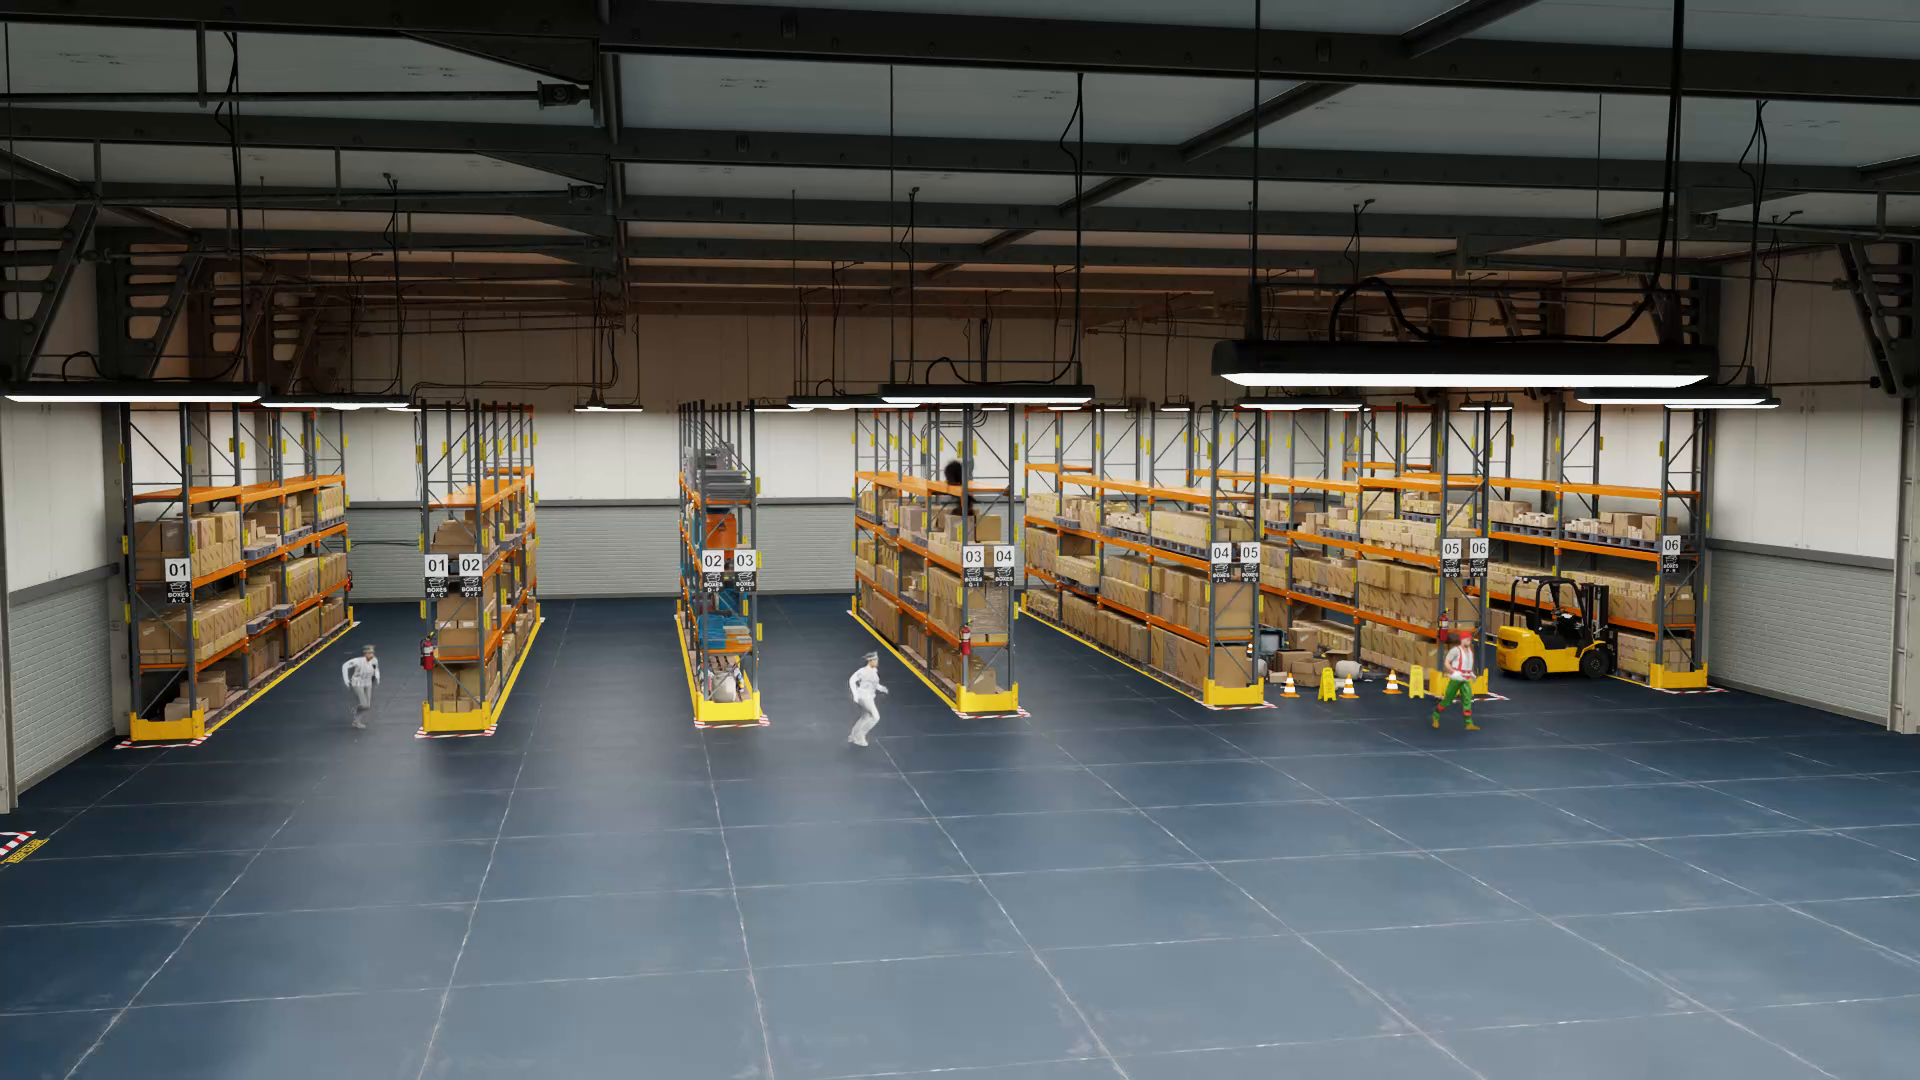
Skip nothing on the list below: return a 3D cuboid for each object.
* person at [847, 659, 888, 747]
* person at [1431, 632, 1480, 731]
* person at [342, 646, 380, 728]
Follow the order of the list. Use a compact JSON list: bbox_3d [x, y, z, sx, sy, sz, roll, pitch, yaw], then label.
[{"bbox_3d":[-1.608,2.769,28.667,0.730,1.609,0.472,2,5,21],"label":"person"},{"bbox_3d":[9.052,2.533,29.976,0.699,1.768,1.008,-2,5,-28],"label":"person"},{"bbox_3d":[-10.834,2.666,30.141,0.739,1.549,0.640,4,6,42],"label":"person"}]
